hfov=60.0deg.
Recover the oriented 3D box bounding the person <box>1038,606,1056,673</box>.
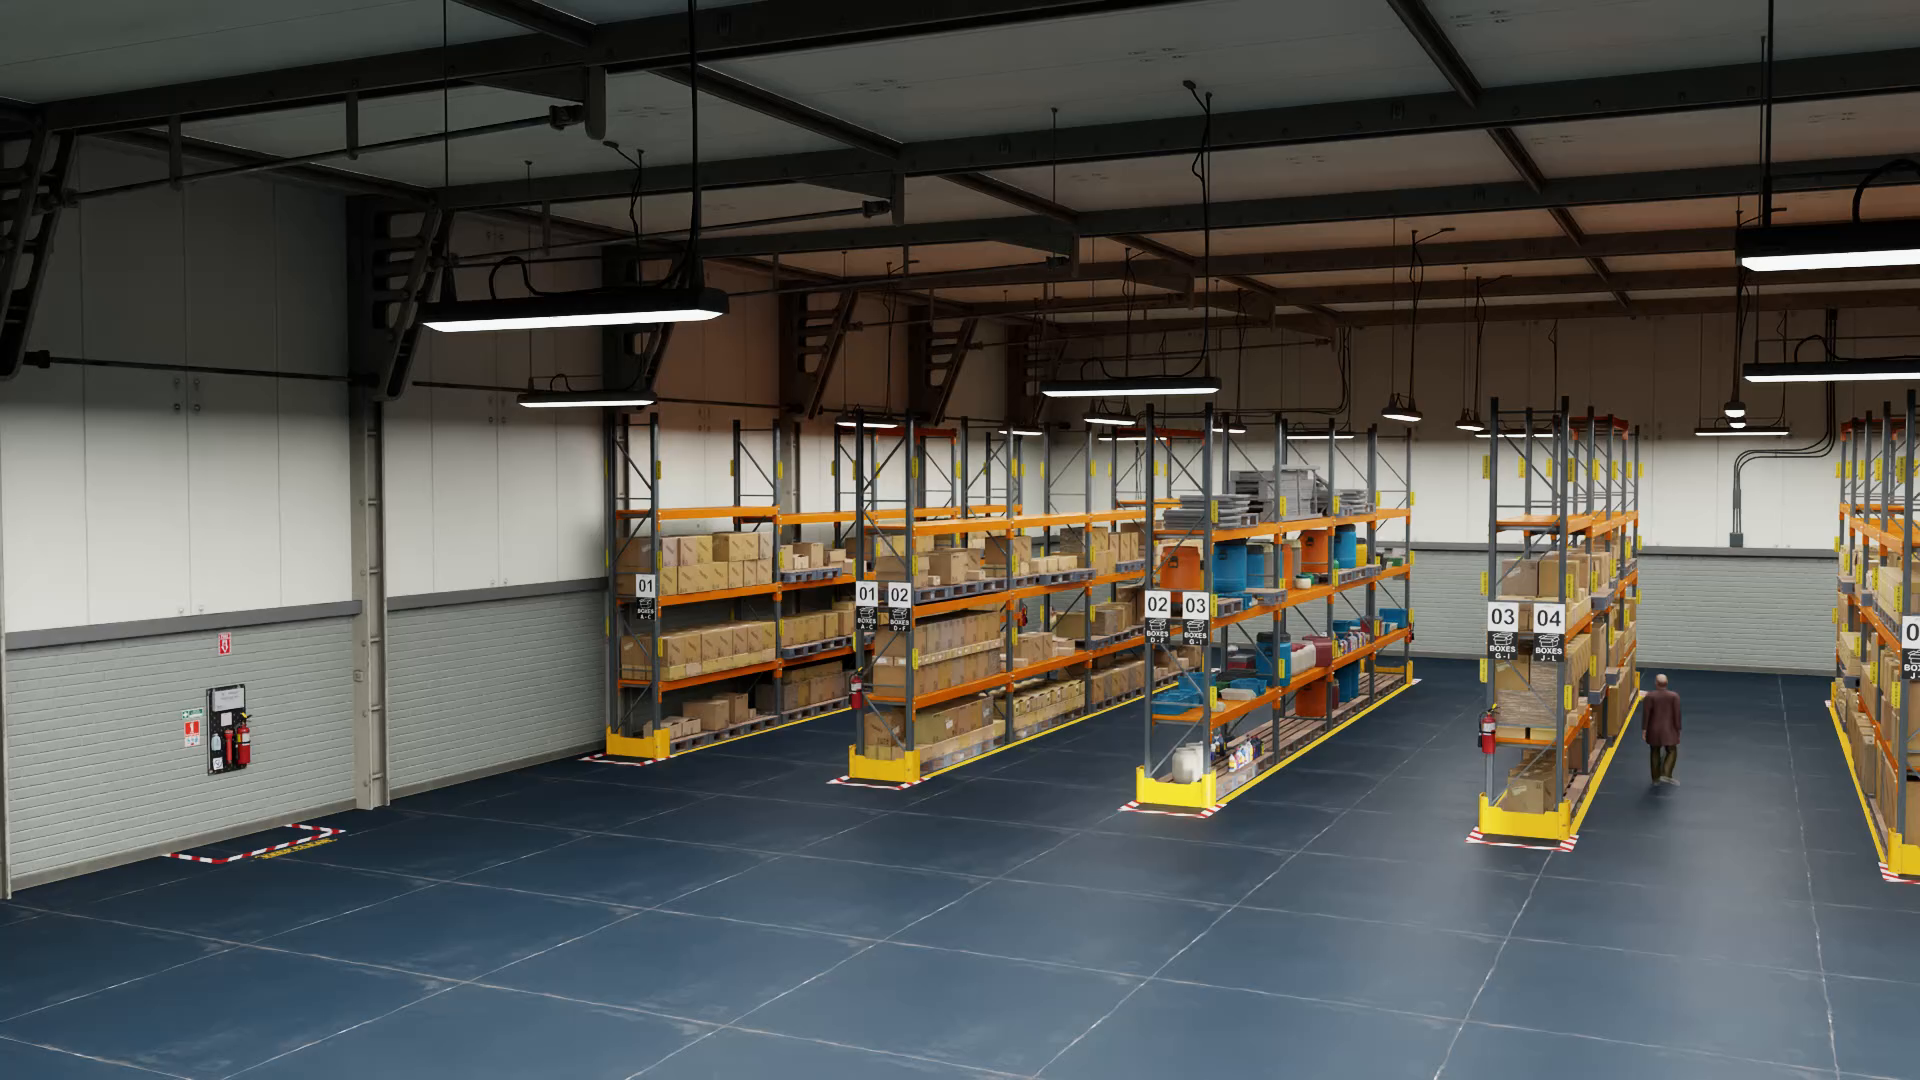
[{"bbox_3d":[2.141,2.442,41.072,0.506,1.609,1.008,1,3,31],"label":"person"}]

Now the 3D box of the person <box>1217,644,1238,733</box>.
[{"bbox_3d":[5.152,2.850,31.586,0.489,1.716,0.542,0,2,2],"label":"person"}]

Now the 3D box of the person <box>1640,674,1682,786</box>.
[{"bbox_3d":[11.085,3.010,26.300,0.589,1.776,0.603,1,3,29],"label":"person"}]
